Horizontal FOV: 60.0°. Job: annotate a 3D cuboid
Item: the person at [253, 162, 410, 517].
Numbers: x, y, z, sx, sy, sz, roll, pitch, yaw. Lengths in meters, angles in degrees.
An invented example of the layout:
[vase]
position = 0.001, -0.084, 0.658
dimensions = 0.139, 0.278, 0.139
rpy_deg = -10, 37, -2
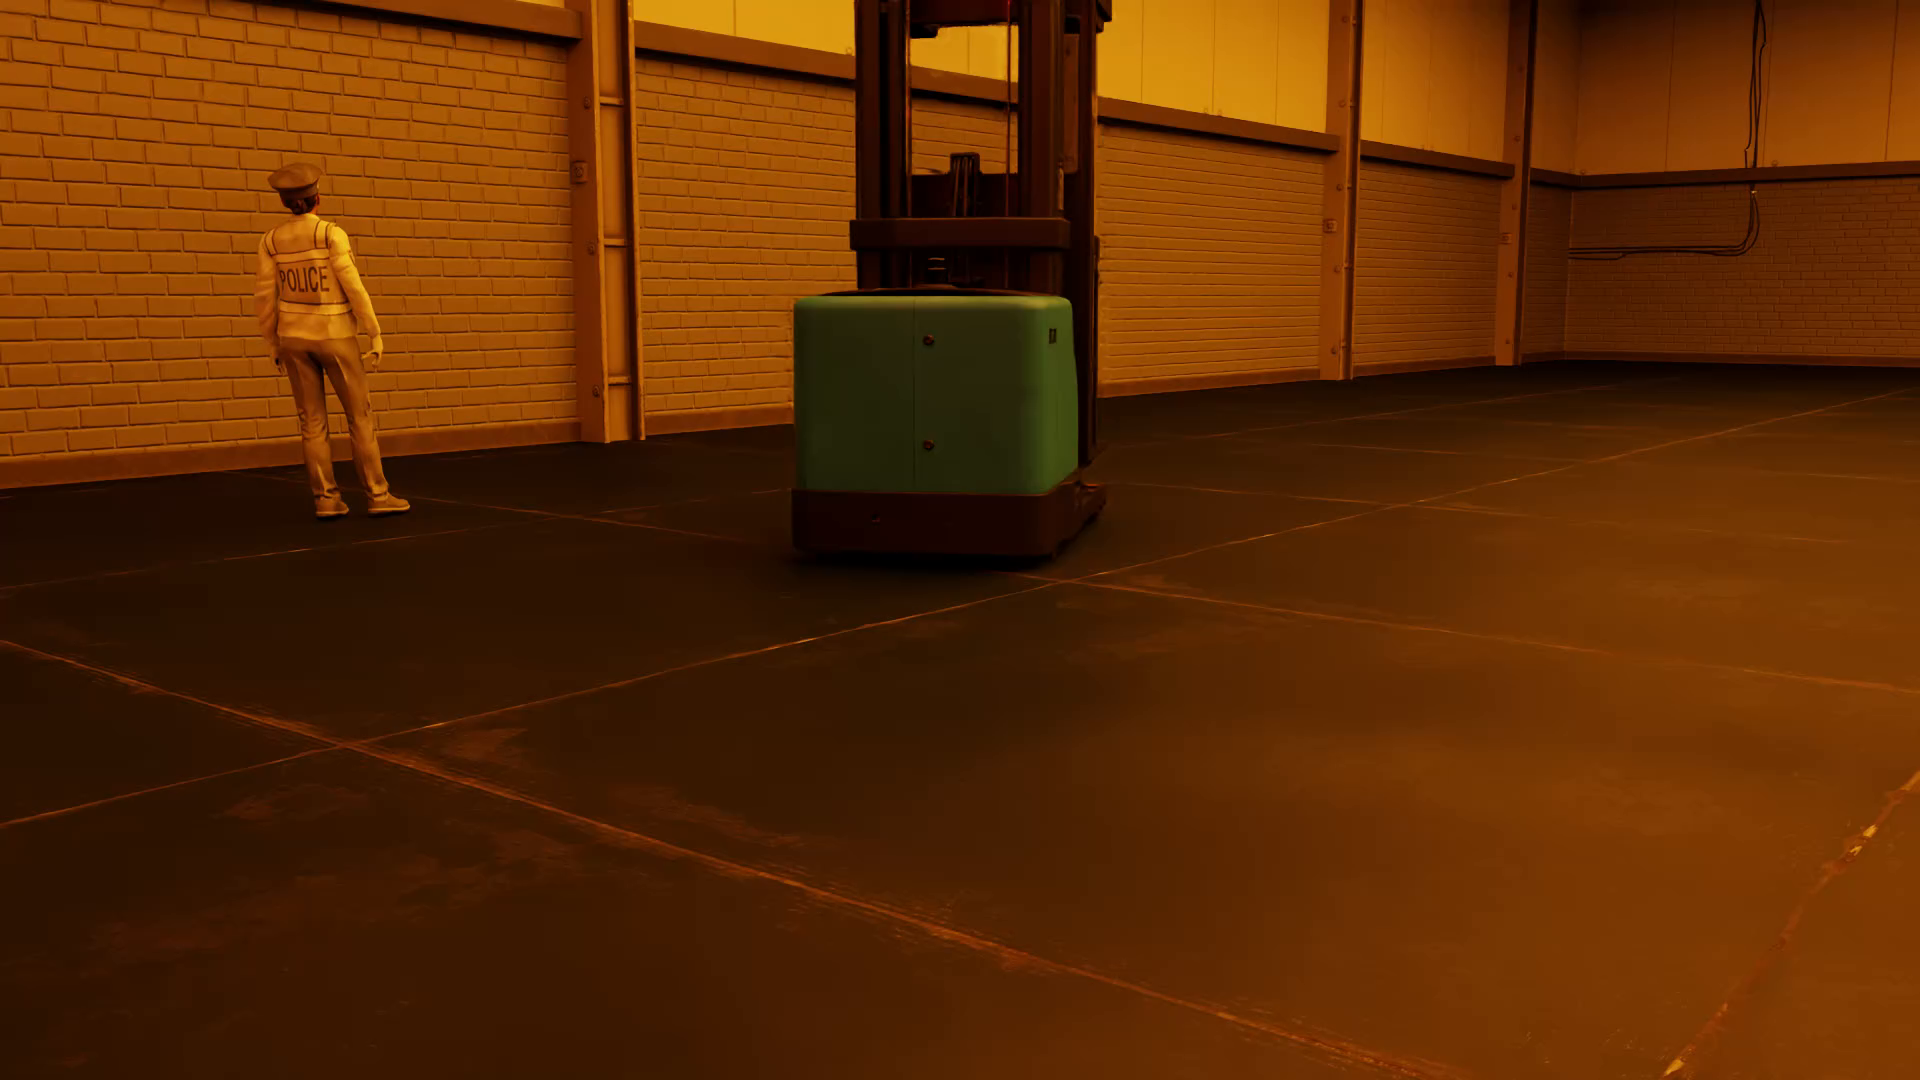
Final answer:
[person]
position = -3.064, -0.957, 8.043
dimensions = 0.584, 1.694, 0.533
rpy_deg = 0, 8, 3

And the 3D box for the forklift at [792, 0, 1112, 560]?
[forklift]
position = 0.113, -1.542, 7.822
dimensions = 1.130, 2.935, 3.031
rpy_deg = 2, 8, 11
